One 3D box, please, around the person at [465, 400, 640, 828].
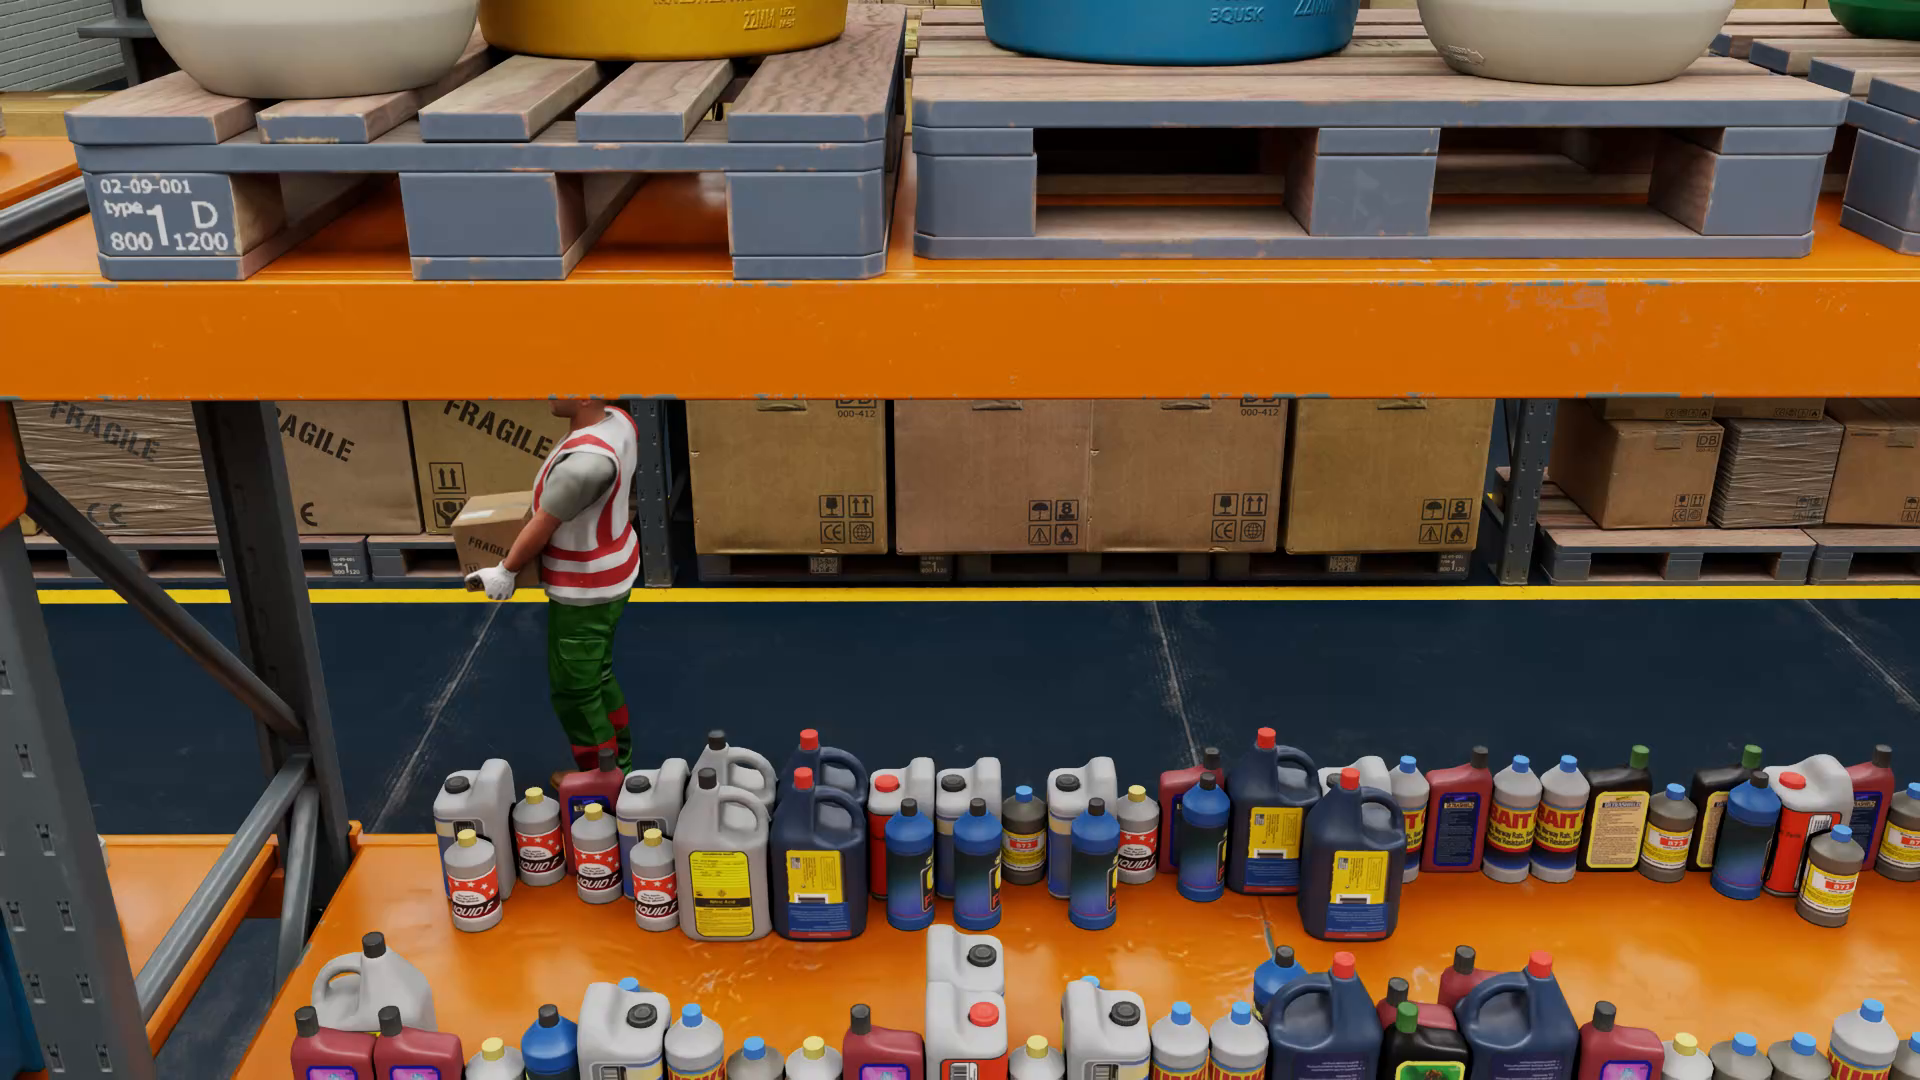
[{"bbox_3d":[-1.375,0.158,5.724,0.570,1.782,0.473,0,24,0],"label":"person"}]
